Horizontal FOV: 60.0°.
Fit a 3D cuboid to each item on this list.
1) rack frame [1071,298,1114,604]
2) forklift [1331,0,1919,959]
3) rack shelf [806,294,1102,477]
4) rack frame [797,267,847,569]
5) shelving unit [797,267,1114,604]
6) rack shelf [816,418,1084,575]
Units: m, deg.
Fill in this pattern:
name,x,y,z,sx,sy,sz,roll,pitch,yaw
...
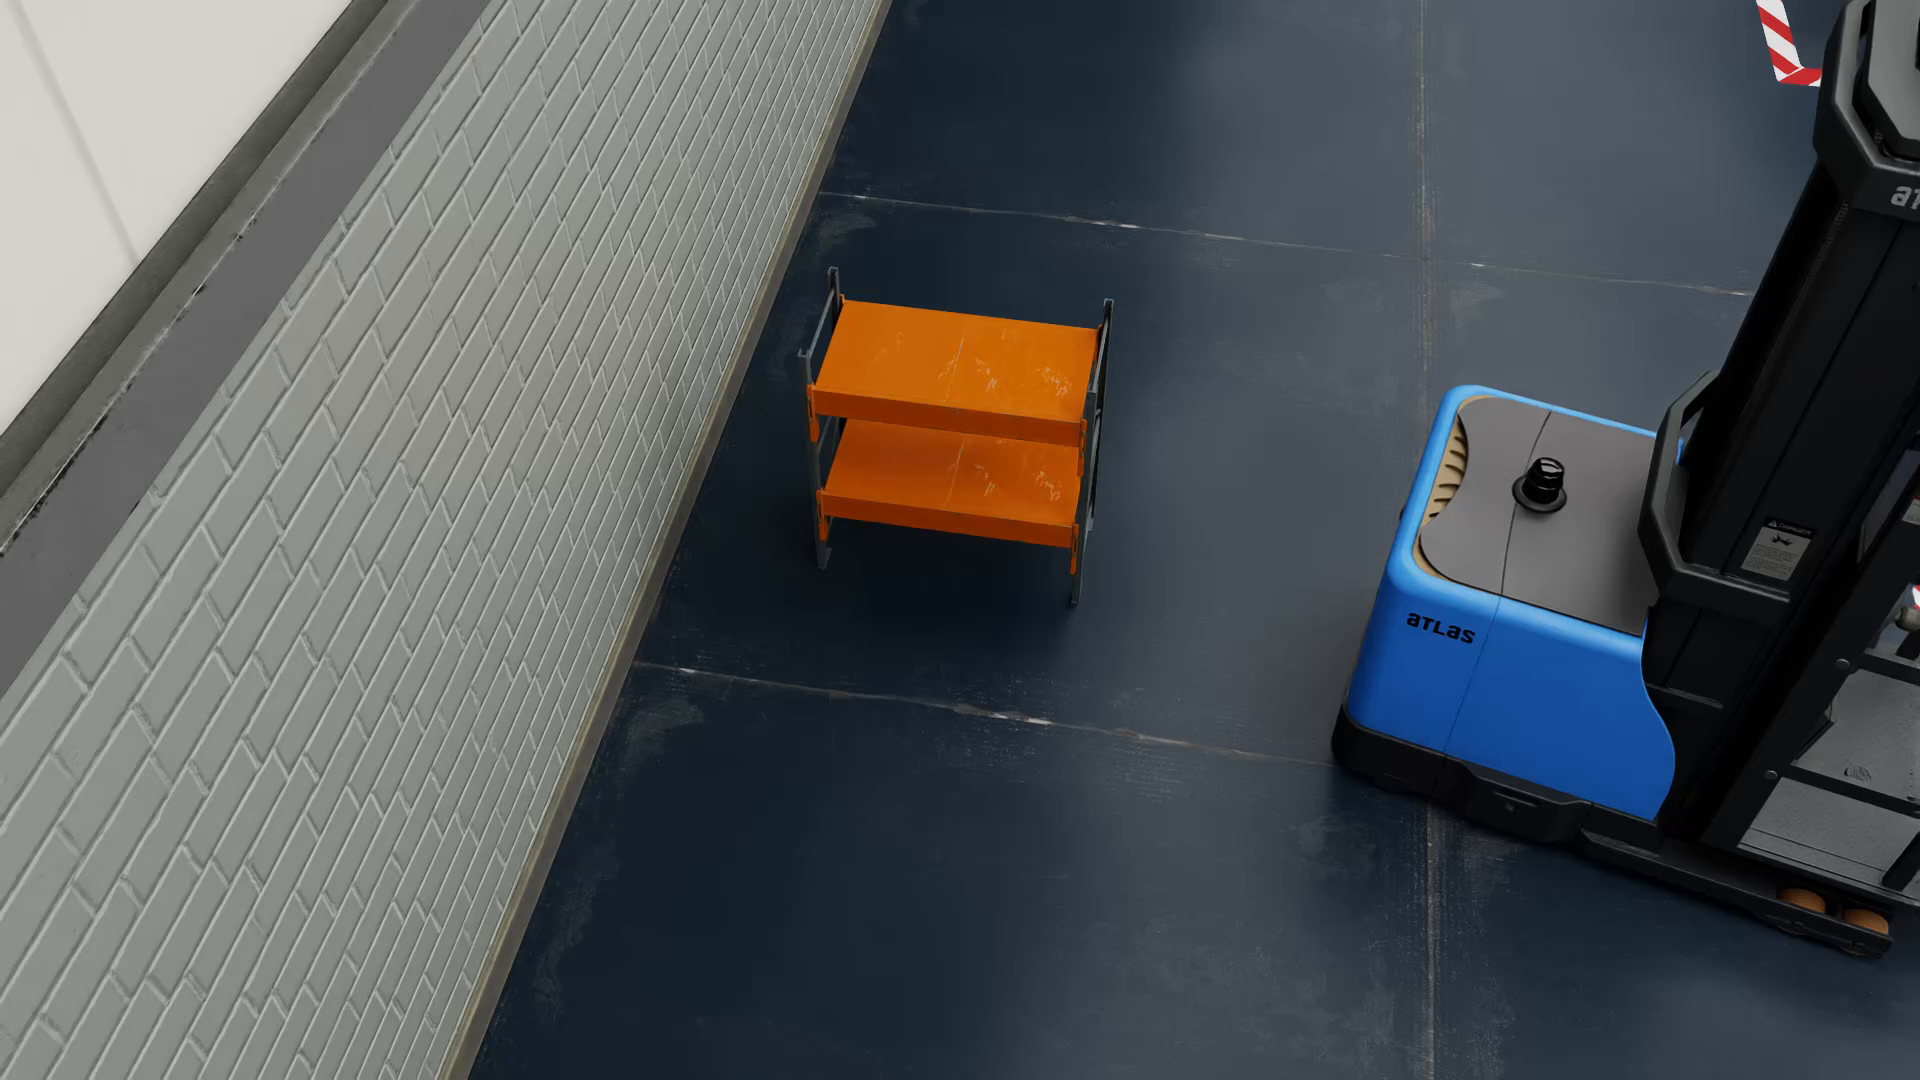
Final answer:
name,x,y,z,sx,sy,sz,roll,pitch,yaw
rack frame,0.494,-0.310,6.244,0.032,1.125,0.500,8,49,7
forklift,2.896,-0.064,4.809,3.031,2.935,1.130,18,50,15
rack shelf,-0.007,-0.572,6.087,1.000,0.278,0.538,8,49,7
rack frame,-0.507,-0.444,6.365,0.032,1.125,0.500,8,49,7
shelving unit,-0.007,-0.377,6.304,1.048,1.125,0.538,8,49,7
rack shelf,-0.007,-0.213,6.486,1.000,0.278,0.538,8,49,7
